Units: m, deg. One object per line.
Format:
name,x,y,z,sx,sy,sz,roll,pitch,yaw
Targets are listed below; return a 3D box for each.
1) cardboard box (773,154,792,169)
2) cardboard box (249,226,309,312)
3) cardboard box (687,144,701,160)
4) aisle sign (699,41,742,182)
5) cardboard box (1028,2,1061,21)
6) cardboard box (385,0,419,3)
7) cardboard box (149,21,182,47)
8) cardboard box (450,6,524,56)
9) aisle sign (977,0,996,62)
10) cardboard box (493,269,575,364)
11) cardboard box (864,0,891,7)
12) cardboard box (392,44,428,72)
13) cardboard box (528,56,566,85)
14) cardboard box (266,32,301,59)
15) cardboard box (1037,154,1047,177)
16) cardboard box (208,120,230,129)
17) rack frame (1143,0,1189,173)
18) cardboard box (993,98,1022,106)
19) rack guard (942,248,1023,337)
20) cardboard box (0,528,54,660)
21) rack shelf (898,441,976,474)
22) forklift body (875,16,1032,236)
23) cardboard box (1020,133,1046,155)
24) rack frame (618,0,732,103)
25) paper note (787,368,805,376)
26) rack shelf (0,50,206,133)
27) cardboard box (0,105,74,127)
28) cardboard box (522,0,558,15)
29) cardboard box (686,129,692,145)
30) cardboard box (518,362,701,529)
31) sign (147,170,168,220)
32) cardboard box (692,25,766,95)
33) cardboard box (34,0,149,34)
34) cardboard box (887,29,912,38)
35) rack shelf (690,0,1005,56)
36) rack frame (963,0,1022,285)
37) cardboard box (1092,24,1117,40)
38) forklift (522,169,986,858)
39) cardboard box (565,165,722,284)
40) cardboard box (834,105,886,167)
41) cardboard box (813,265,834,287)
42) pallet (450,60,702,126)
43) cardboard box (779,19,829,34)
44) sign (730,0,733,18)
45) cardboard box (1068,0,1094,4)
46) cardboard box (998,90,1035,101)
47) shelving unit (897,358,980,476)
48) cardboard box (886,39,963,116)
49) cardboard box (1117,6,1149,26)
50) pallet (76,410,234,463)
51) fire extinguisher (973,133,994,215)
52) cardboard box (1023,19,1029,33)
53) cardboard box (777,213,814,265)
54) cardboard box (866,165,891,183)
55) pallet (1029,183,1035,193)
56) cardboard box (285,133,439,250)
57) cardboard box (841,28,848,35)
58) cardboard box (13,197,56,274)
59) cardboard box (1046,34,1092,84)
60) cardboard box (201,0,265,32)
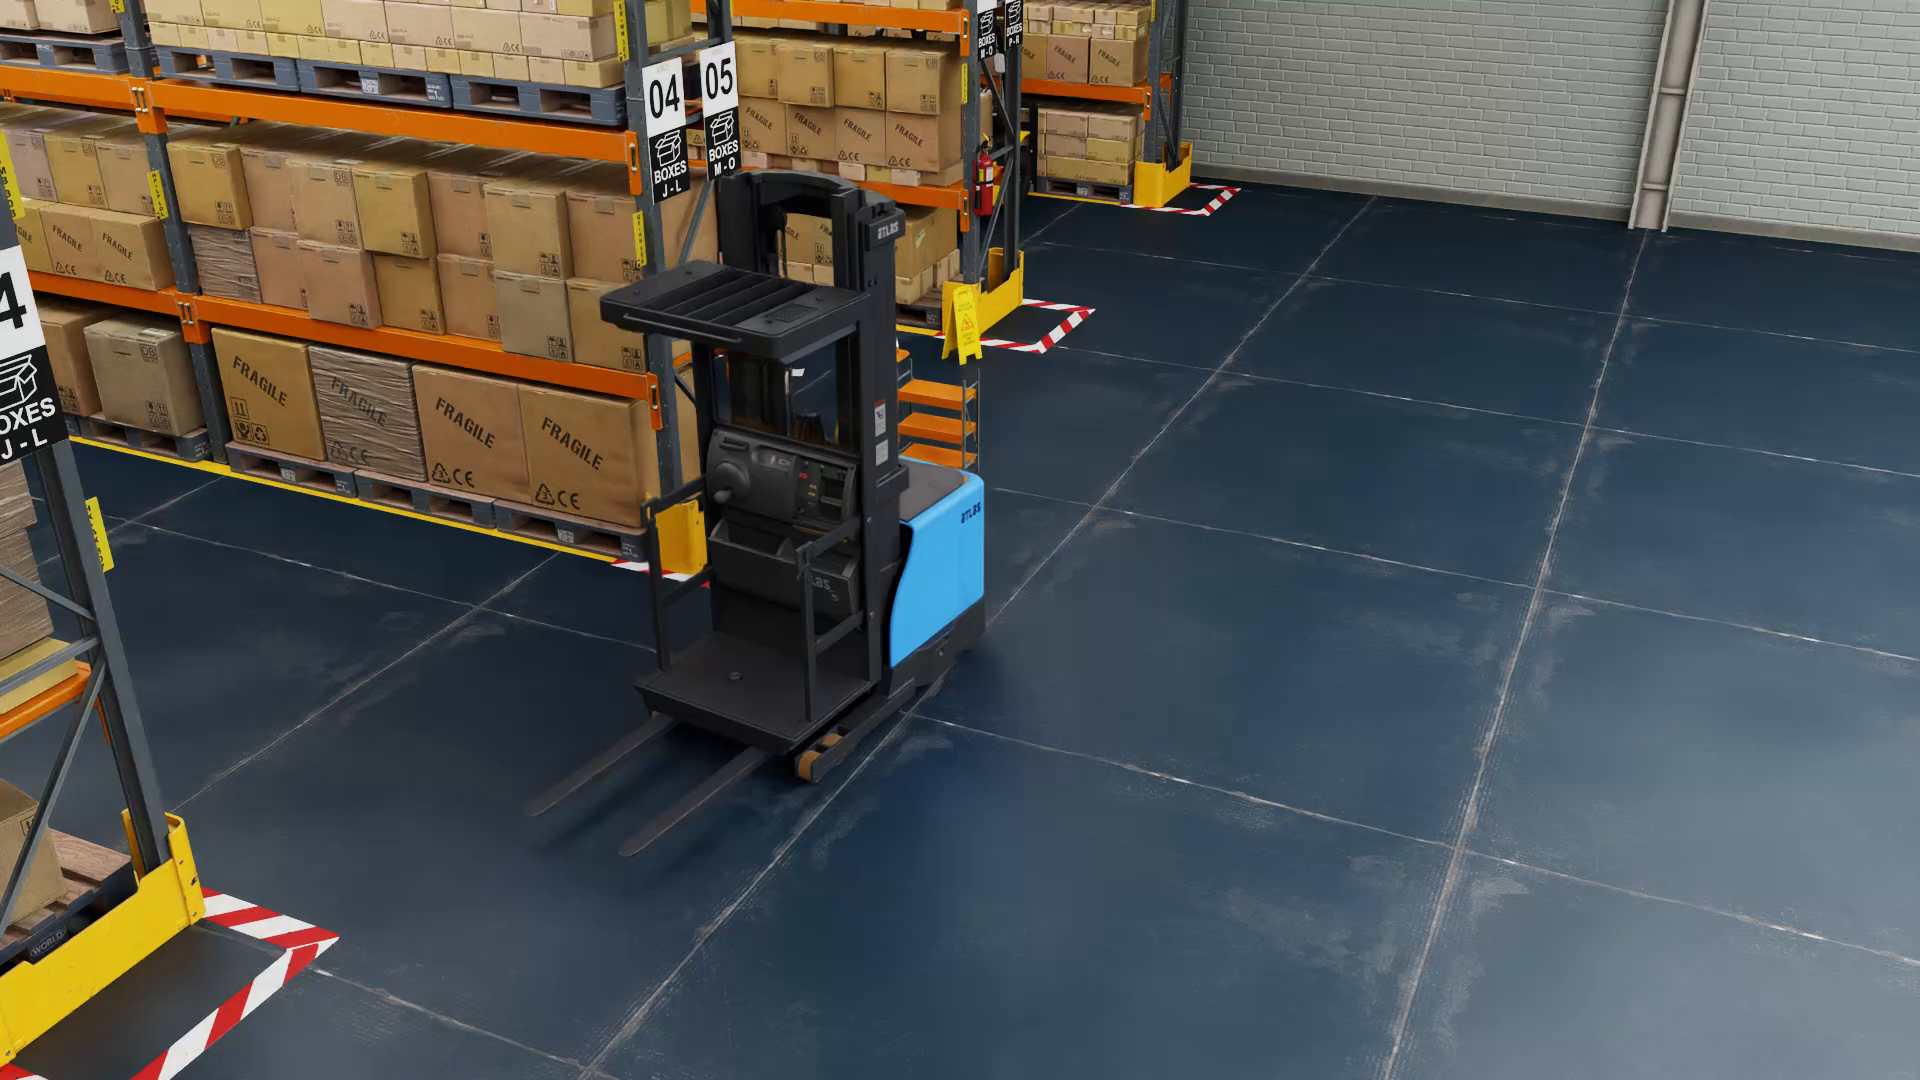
cardboard box,-1.525,-3.548,15.345,0.250,0.149,0.380,11,28,22
cardboard box,-4.460,-2.027,11.801,0.550,0.550,0.875,11,28,22
cardboard box,-2.483,-3.703,15.659,0.250,0.149,0.380,12,29,23
aisle sign,-1.481,-2.656,10.307,0.004,0.787,0.394,11,28,22
cardboard box,0.960,-5.986,18.828,0.250,0.149,0.380,12,29,23
cardboard box,-3.274,-3.364,10.084,0.250,0.149,0.380,11,28,21
cardboard box,-5.120,-3.377,11.013,0.250,0.149,0.380,11,28,21
cardboard box,-2.686,-3.097,9.992,0.500,0.250,0.500,11,28,22
aisle sign,0.224,-4.430,13.908,0.004,0.787,0.394,11,28,22
cardboard box,-2.536,-1.591,10.916,0.550,0.550,0.875,11,28,22
cardboard box,-0.621,-4.672,14.231,0.250,0.149,0.380,12,29,23
cardboard box,-3.269,-3.006,10.259,0.250,0.149,0.380,12,28,22
cardboard box,-2.342,-2.820,9.881,0.250,0.149,0.380,12,29,22
cardboard box,-4.193,-3.192,10.636,0.250,0.149,0.380,11,28,21
cardboard box,0.880,-4.491,19.614,0.500,0.250,0.500,12,29,22
cardboard box,-7.589,-4.249,18.414,0.875,0.875,0.875,11,28,21
rack frame,2.339,-5.388,18.797,0.127,3.000,1.000,11,28,22
cardboard box,0.402,-5.025,19.566,0.500,0.250,0.500,11,28,21
rack guard,0.218,-2.284,15.323,0.348,0.500,1.175,11,28,22
cardboard box,-4.304,0.303,6.788,0.500,0.500,0.875,11,28,22
rack shelf,-0.151,-0.508,11.076,0.480,0.148,0.258,11,28,22
forklift body,-0.143,-4.620,18.199,1.214,2.155,2.313,11,28,22
cardboard box,0.835,-4.712,19.497,0.500,0.250,0.500,11,28,21
rack frame,-1.670,-4.074,9.337,0.127,3.000,1.000,11,28,22
paper note,-1.397,-1.432,14.123,0.142,0.019,0.148,2,26,4
rack shelf,-7.131,-3.502,12.387,4.000,0.370,1.077,11,28,22
cardboard box,-7.153,-2.974,12.650,0.500,0.500,0.700,11,28,21
cardboard box,-2.343,-3.178,9.706,0.250,0.149,0.380,12,28,22
cardboard box,-2.602,-4.026,15.581,0.500,0.500,0.500,11,28,22
cardboard box,-2.314,-0.715,11.236,0.875,0.875,0.875,12,28,22
sign,-5.527,-2.378,11.462,0.005,0.325,0.100,11,28,22
cardboard box,-2.141,-4.377,15.162,0.500,0.500,0.700,11,28,21
cardboard box,-6.020,-3.690,11.535,0.500,0.250,0.500,12,29,22
cardboard box,-0.526,-5.889,19.703,0.500,0.500,0.500,12,29,23
rack shelf,-1.533,-4.780,14.981,4.000,0.370,1.077,11,28,22
rack frame,0.287,-3.391,14.742,0.127,3.000,1.000,11,28,22
cardboard box,1.662,-5.709,18.603,0.250,0.149,0.380,12,29,23
forklift,-1.046,-0.283,8.506,1.130,2.935,3.031,15,30,28
cardboard box,-1.991,-2.018,10.560,0.550,0.550,0.875,11,28,22
cardboard box,-0.775,-3.651,14.821,0.500,0.500,0.500,11,28,22
cardboard box,-1.028,-2.484,15.536,0.500,0.250,0.500,11,28,22
pallet,-2.349,-2.820,10.286,1.213,0.211,1.003,11,28,22
cardboard box,-1.855,-6.263,20.179,0.500,0.250,0.500,11,28,21
sign,-1.434,-3.378,10.240,0.005,0.325,0.100,11,28,22
cardboard box,1.432,-6.160,19.181,0.250,0.149,0.380,12,28,22
cardboard box,0.609,-5.237,19.997,0.500,0.250,0.500,11,28,21
shelving unit,-0.151,-0.569,11.046,0.503,1.200,0.258,11,28,22
cardboard box,-0.268,-4.024,14.445,0.500,0.500,0.700,11,28,21
cardboard box,1.925,-5.838,18.527,0.250,0.149,0.380,11,28,22
pallet,-6.044,-0.974,12.988,1.213,0.211,1.003,11,28,22
fire extinguisher,0.201,-3.150,14.340,0.183,0.674,0.296,11,28,22
cardboard box,0.729,-5.899,18.988,0.250,0.149,0.380,12,28,22
cardboard box,-1.483,-2.913,15.560,0.500,0.500,0.500,11,28,21
cardboard box,-0.643,-3.318,14.878,0.250,0.149,0.380,11,28,21
pallet,0.519,-4.483,20.117,1.213,0.211,1.003,11,28,22
cardboard box,-4.006,-2.376,11.289,0.550,0.550,0.875,11,28,22
cardboard box,-1.642,-6.253,20.723,0.500,0.250,0.500,12,29,23
cardboard box,-6.817,-2.331,12.476,0.500,0.500,0.500,12,29,22
cardboard box,1.314,-5.516,18.944,0.500,0.500,0.500,12,29,23
cardboard box,-4.522,-3.465,10.741,0.500,0.250,0.500,11,28,21
